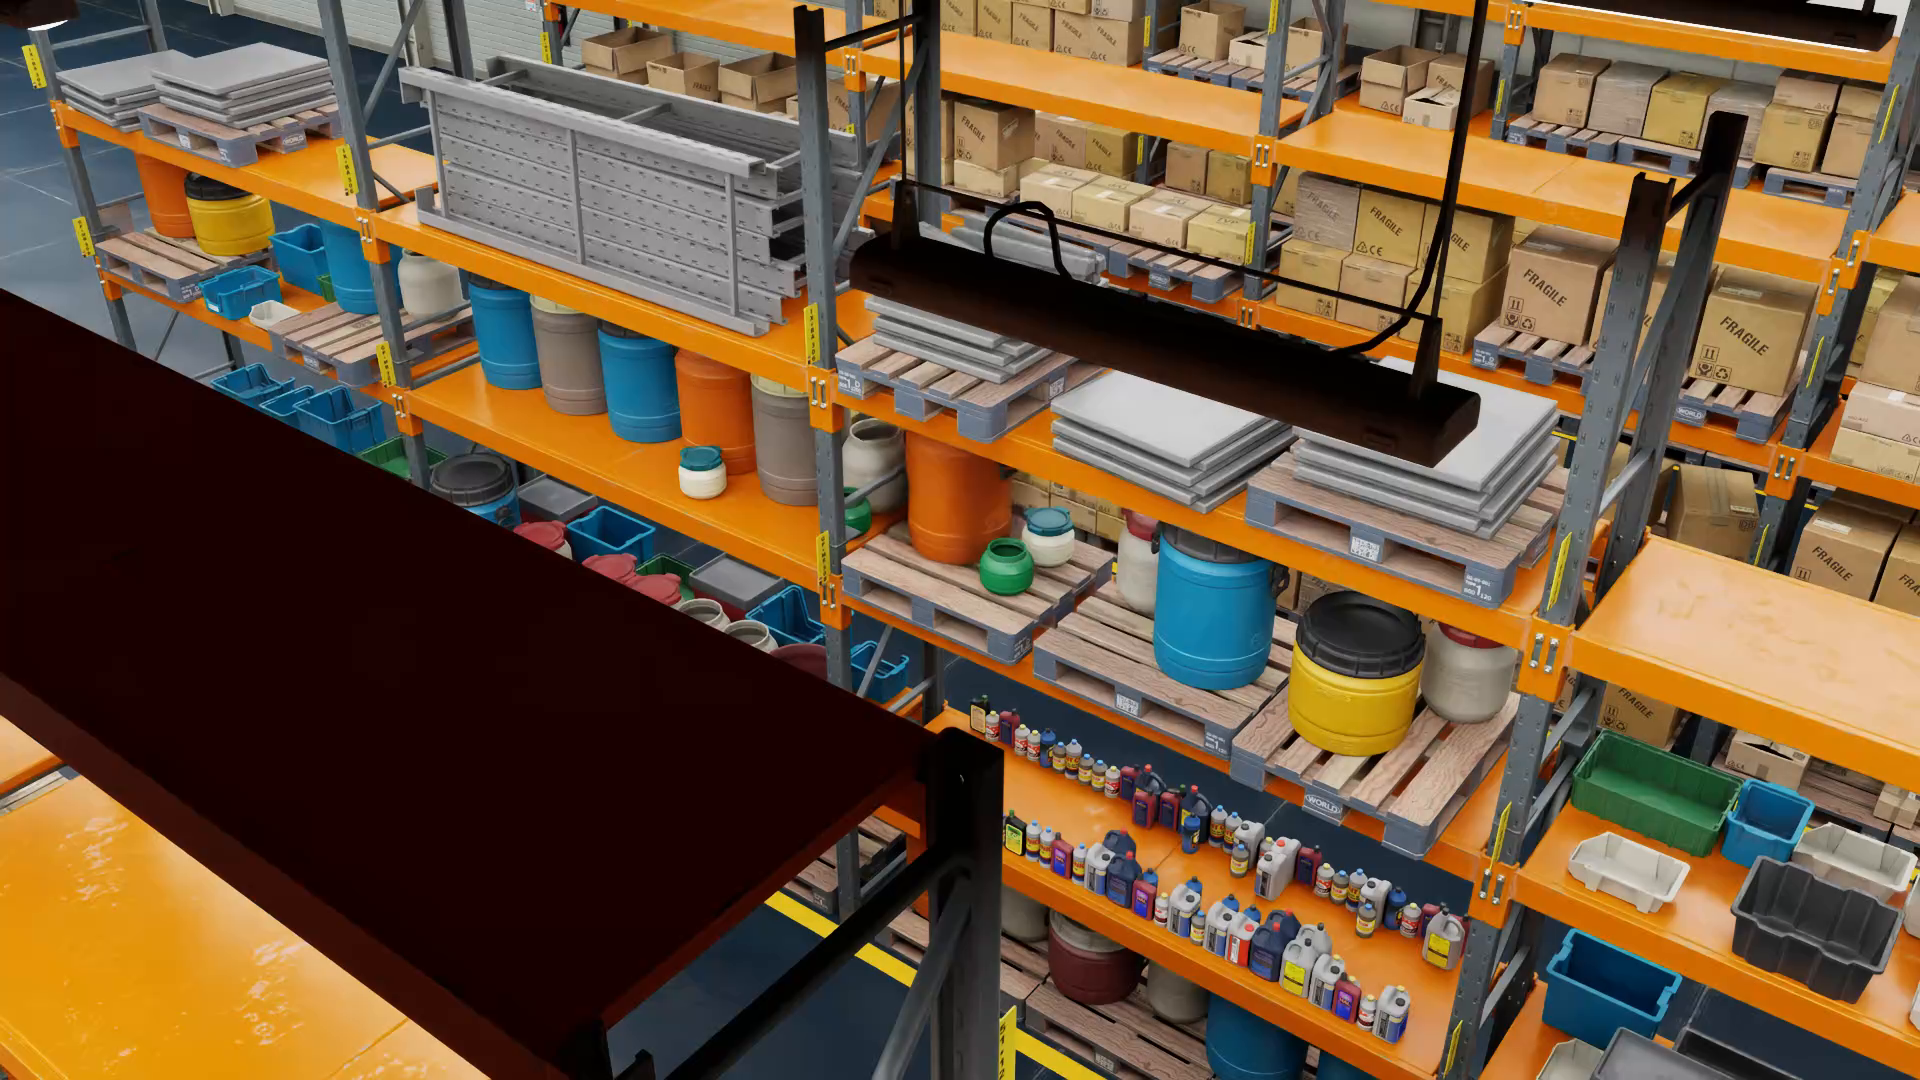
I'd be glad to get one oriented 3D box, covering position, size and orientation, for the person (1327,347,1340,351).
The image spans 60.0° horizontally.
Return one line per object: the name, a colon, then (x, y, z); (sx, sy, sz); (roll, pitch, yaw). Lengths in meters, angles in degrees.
person: (3.821, -1.920, 16.820); (0.755, 1.723, 0.568); (7, 32, 11)
